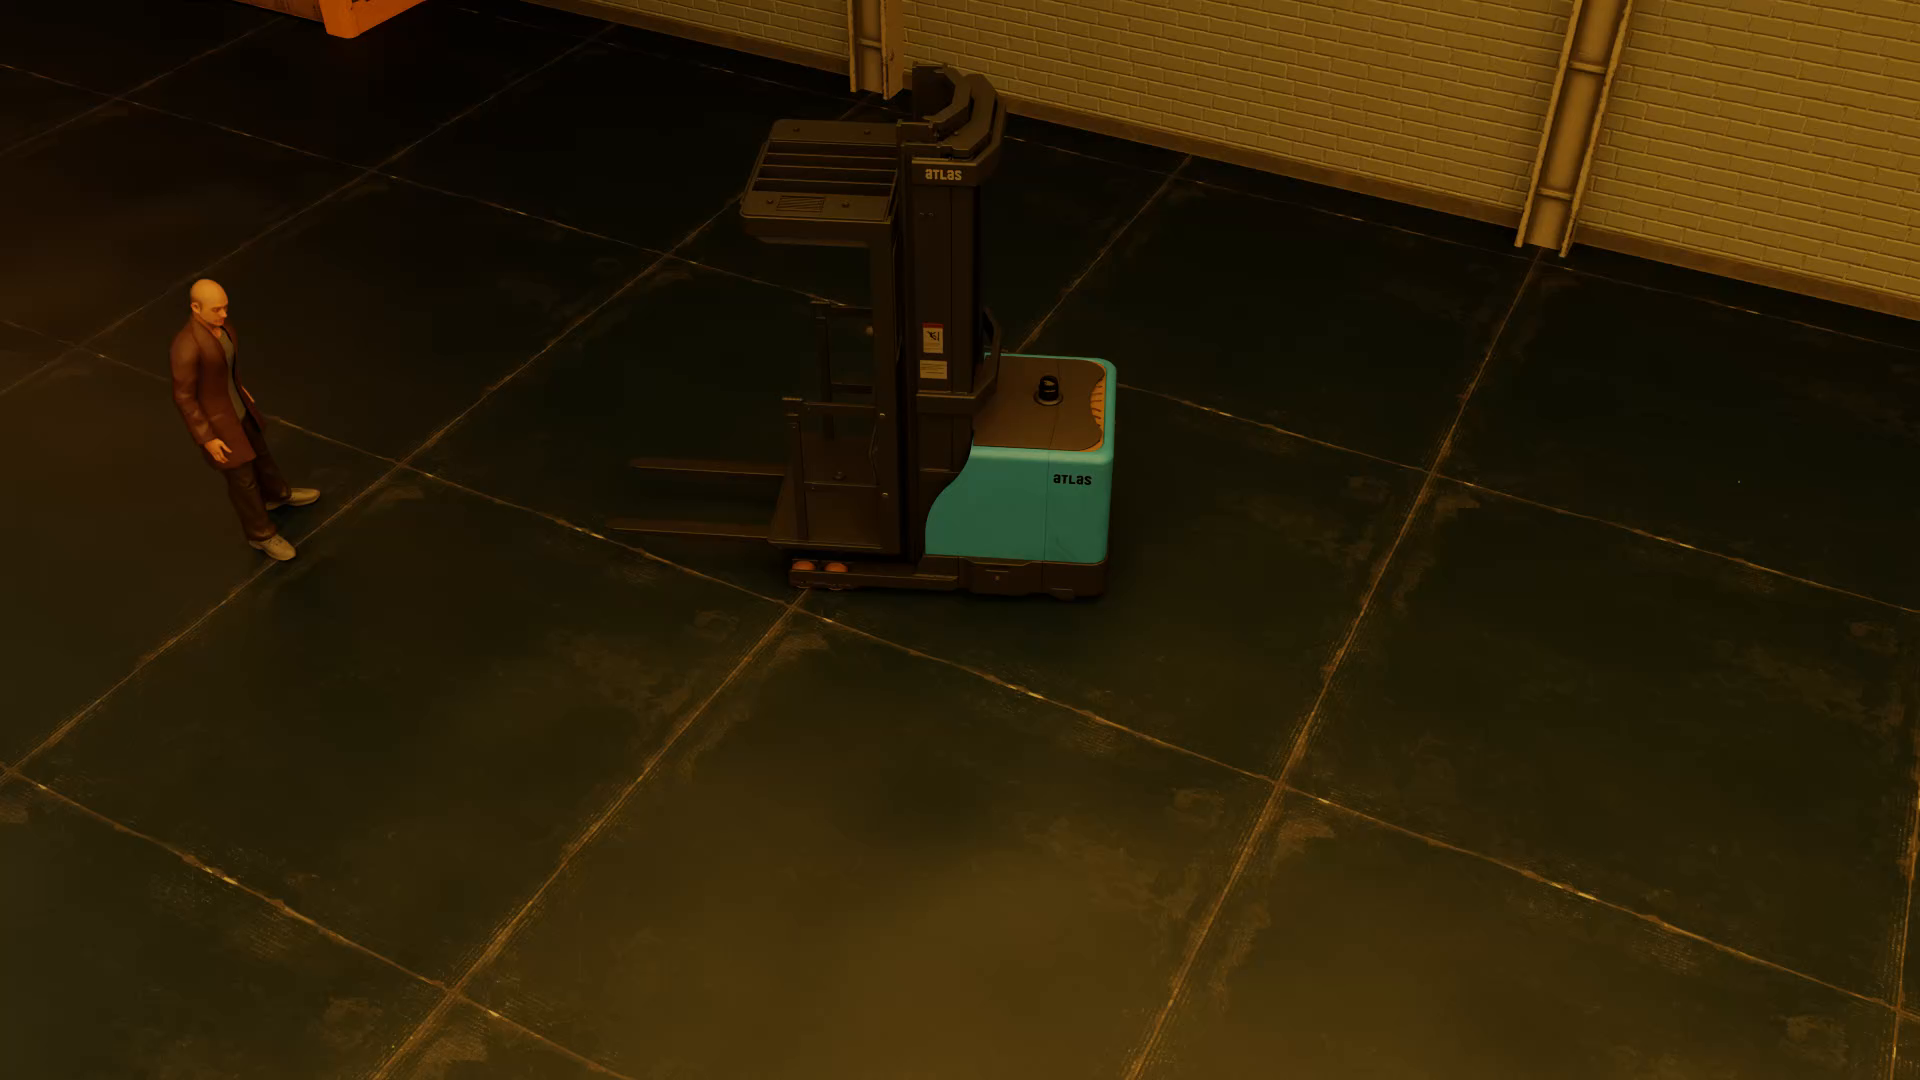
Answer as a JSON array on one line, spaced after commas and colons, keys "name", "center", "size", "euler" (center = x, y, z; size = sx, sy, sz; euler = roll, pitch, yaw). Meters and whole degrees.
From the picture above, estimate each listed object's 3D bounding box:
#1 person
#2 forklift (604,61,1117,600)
[{"name": "person", "center": [-4.259, -0.733, 9.757], "size": [0.454, 1.778, 0.740], "euler": [1, 40, 1]}, {"name": "forklift", "center": [-0.606, -1.157, 9.360], "size": [3.031, 2.935, 1.130], "euler": [3, 40, 4]}]
